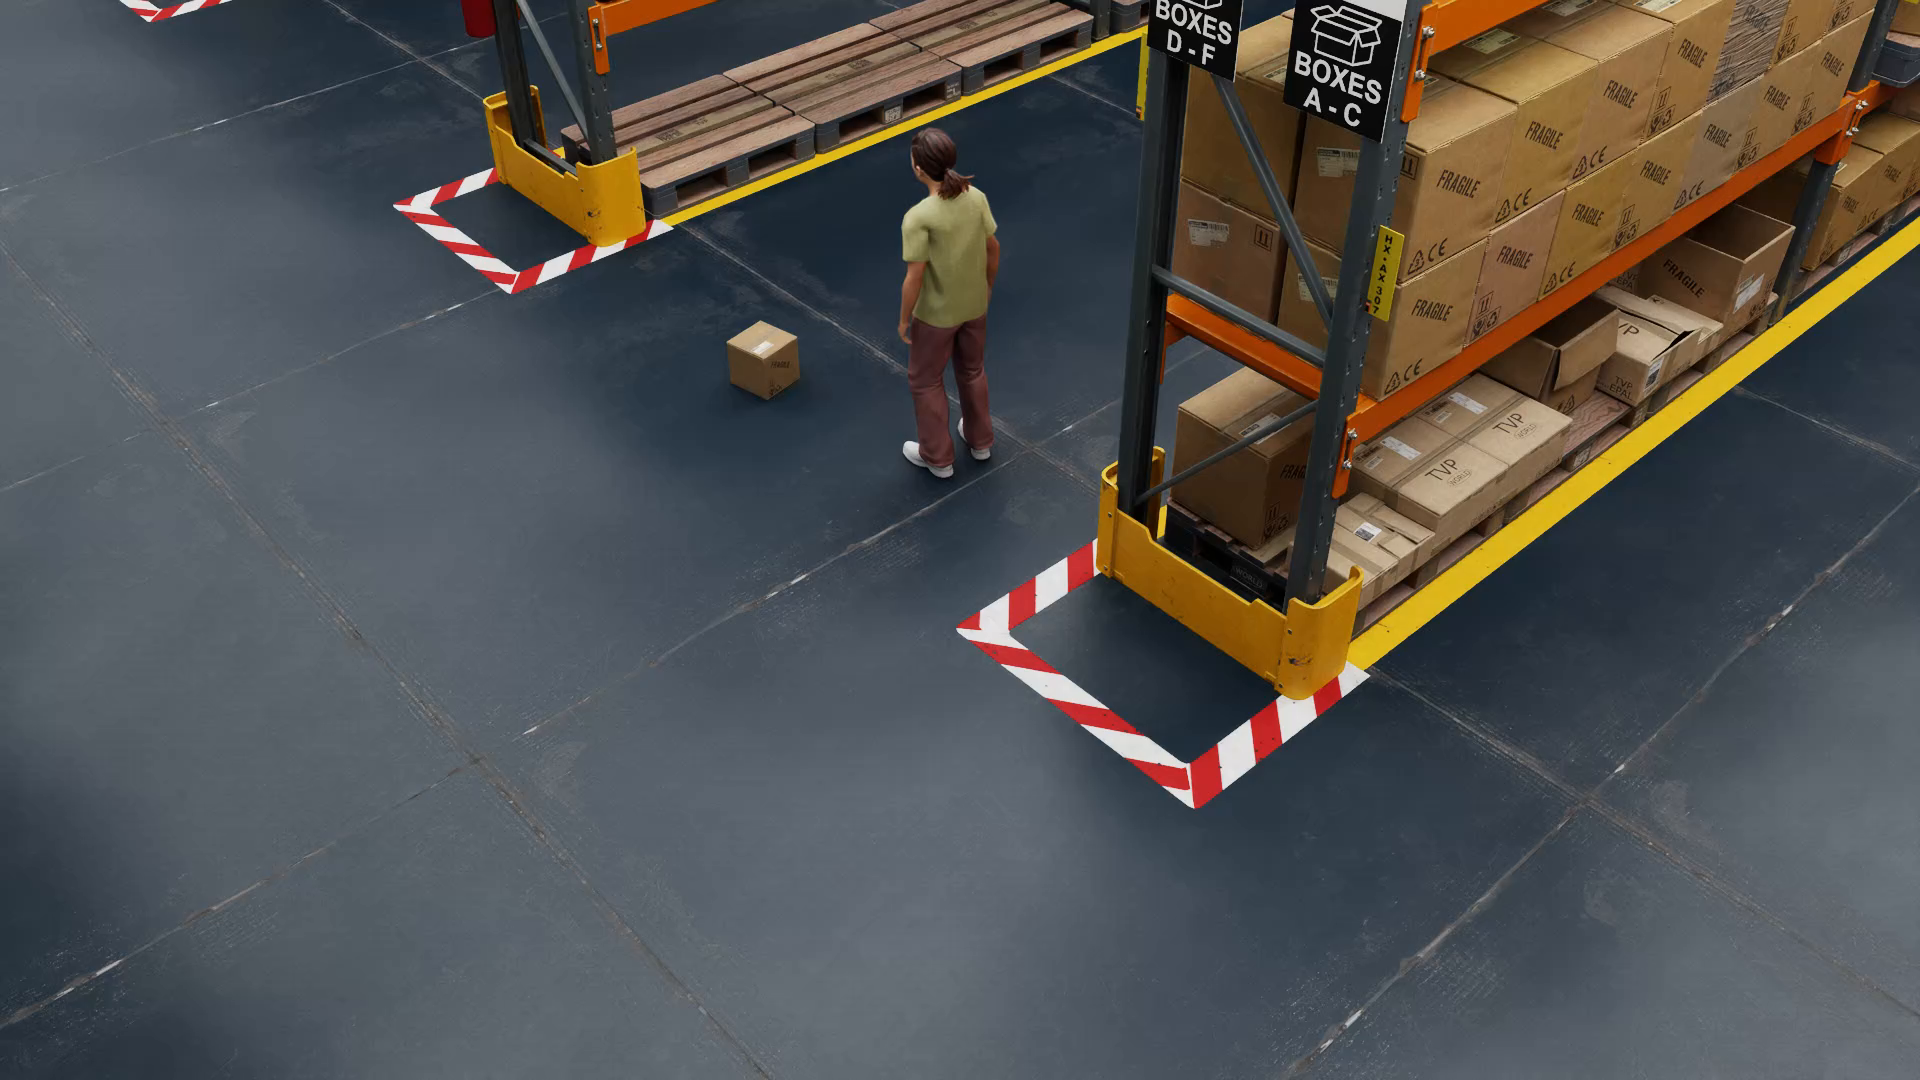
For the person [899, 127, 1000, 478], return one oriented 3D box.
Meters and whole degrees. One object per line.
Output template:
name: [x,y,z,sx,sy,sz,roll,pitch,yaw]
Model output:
person: [-0.064,-1.029,7.384,0.503,1.672,0.351,-24,46,-26]
